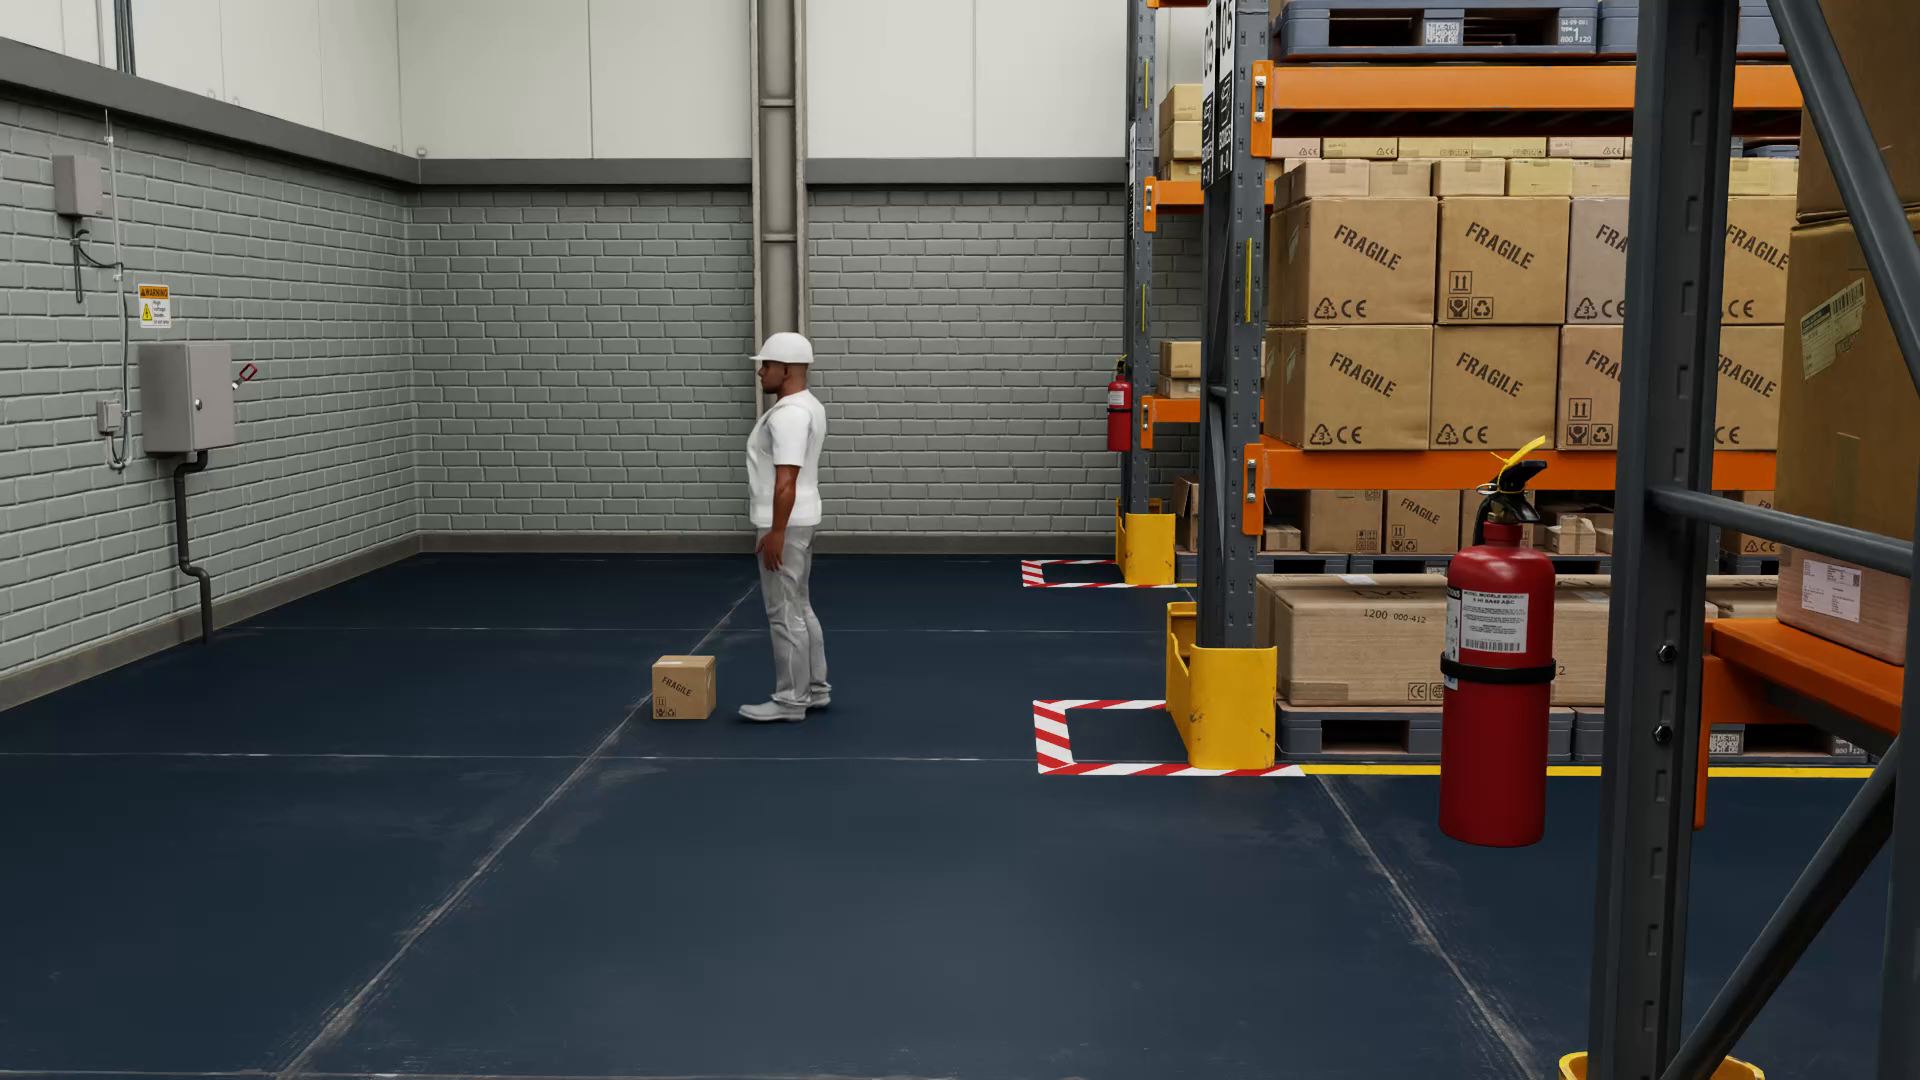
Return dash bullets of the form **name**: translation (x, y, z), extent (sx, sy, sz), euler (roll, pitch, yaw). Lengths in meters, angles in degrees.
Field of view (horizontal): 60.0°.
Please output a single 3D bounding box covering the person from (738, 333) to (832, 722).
- **person**: translation (-0.809, -0.048, 7.646), extent (0.402, 1.798, 0.566), euler (0, 7, 3)
